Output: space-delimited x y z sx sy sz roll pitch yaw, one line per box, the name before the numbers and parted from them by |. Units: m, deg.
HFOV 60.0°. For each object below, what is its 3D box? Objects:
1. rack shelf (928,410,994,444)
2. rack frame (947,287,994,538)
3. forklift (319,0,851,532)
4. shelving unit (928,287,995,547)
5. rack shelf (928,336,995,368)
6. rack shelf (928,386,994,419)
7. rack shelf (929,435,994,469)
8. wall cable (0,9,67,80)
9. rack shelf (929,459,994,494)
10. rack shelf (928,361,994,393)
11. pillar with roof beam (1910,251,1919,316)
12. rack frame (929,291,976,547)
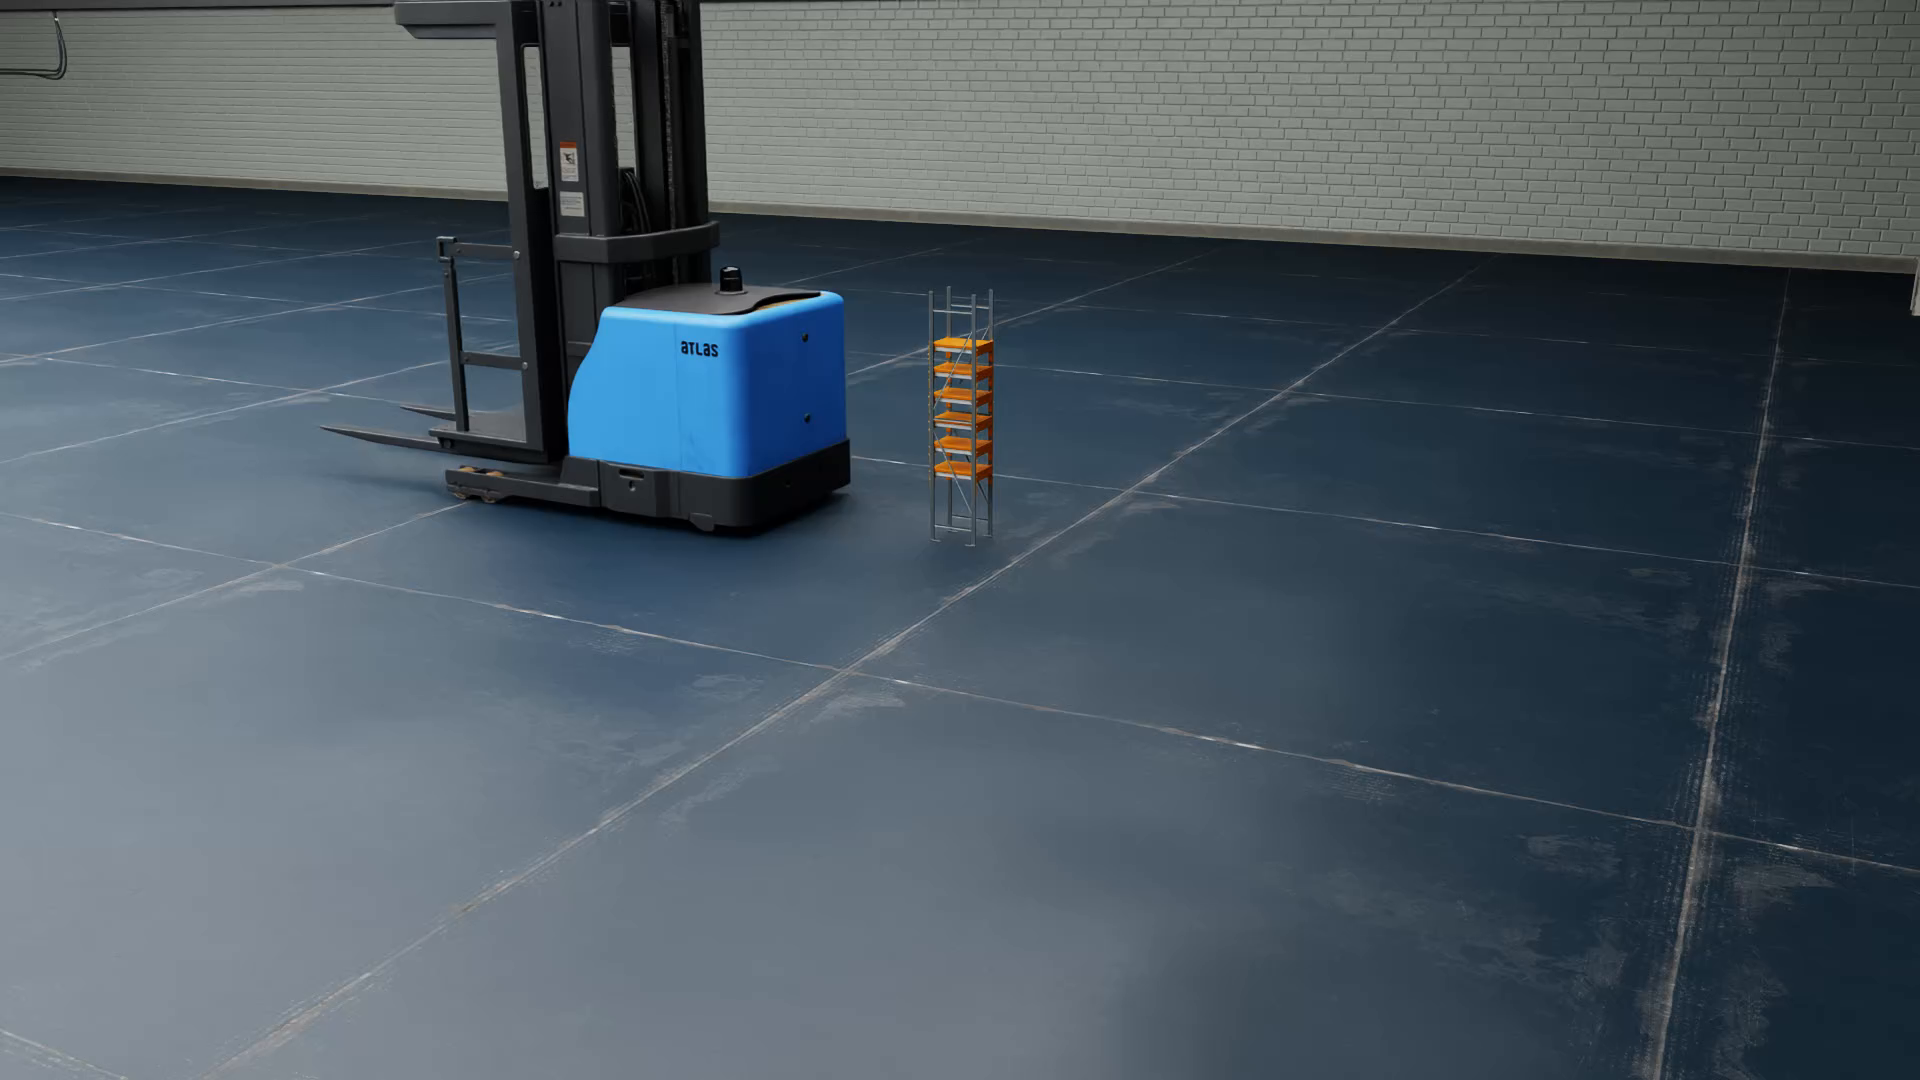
rack shelf | 0.006 -0.536 7.879 0.258 0.103 0.180 8 18 25
rack frame | 0.047 -0.602 7.944 0.240 1.200 0.006 8 18 25
forklift | -2.128 -1.719 8.665 3.031 2.935 1.130 8 18 26
shelving unit | 0.006 -0.579 7.866 0.258 1.200 0.189 8 18 25
rack shelf | 0.006 -0.881 7.776 0.258 0.103 0.180 8 18 25
rack shelf | 0.006 -0.651 7.844 0.258 0.103 0.180 8 18 25
rack shelf | 0.006 -0.421 7.913 0.258 0.103 0.180 8 18 25
wall cable | -17.017 -9.440 29.455 3.097 2.526 0.112 8 18 25
rack shelf | 0.006 -0.306 7.947 0.258 0.103 0.180 8 18 25
rack shelf | 0.006 -0.766 7.810 0.258 0.103 0.180 8 18 25
pillar with roof beam | 4.813 -6.886 15.404 9.100 9.000 0.400 8 18 25
rack frame | -0.034 -0.556 7.787 0.240 1.200 0.006 8 18 25
